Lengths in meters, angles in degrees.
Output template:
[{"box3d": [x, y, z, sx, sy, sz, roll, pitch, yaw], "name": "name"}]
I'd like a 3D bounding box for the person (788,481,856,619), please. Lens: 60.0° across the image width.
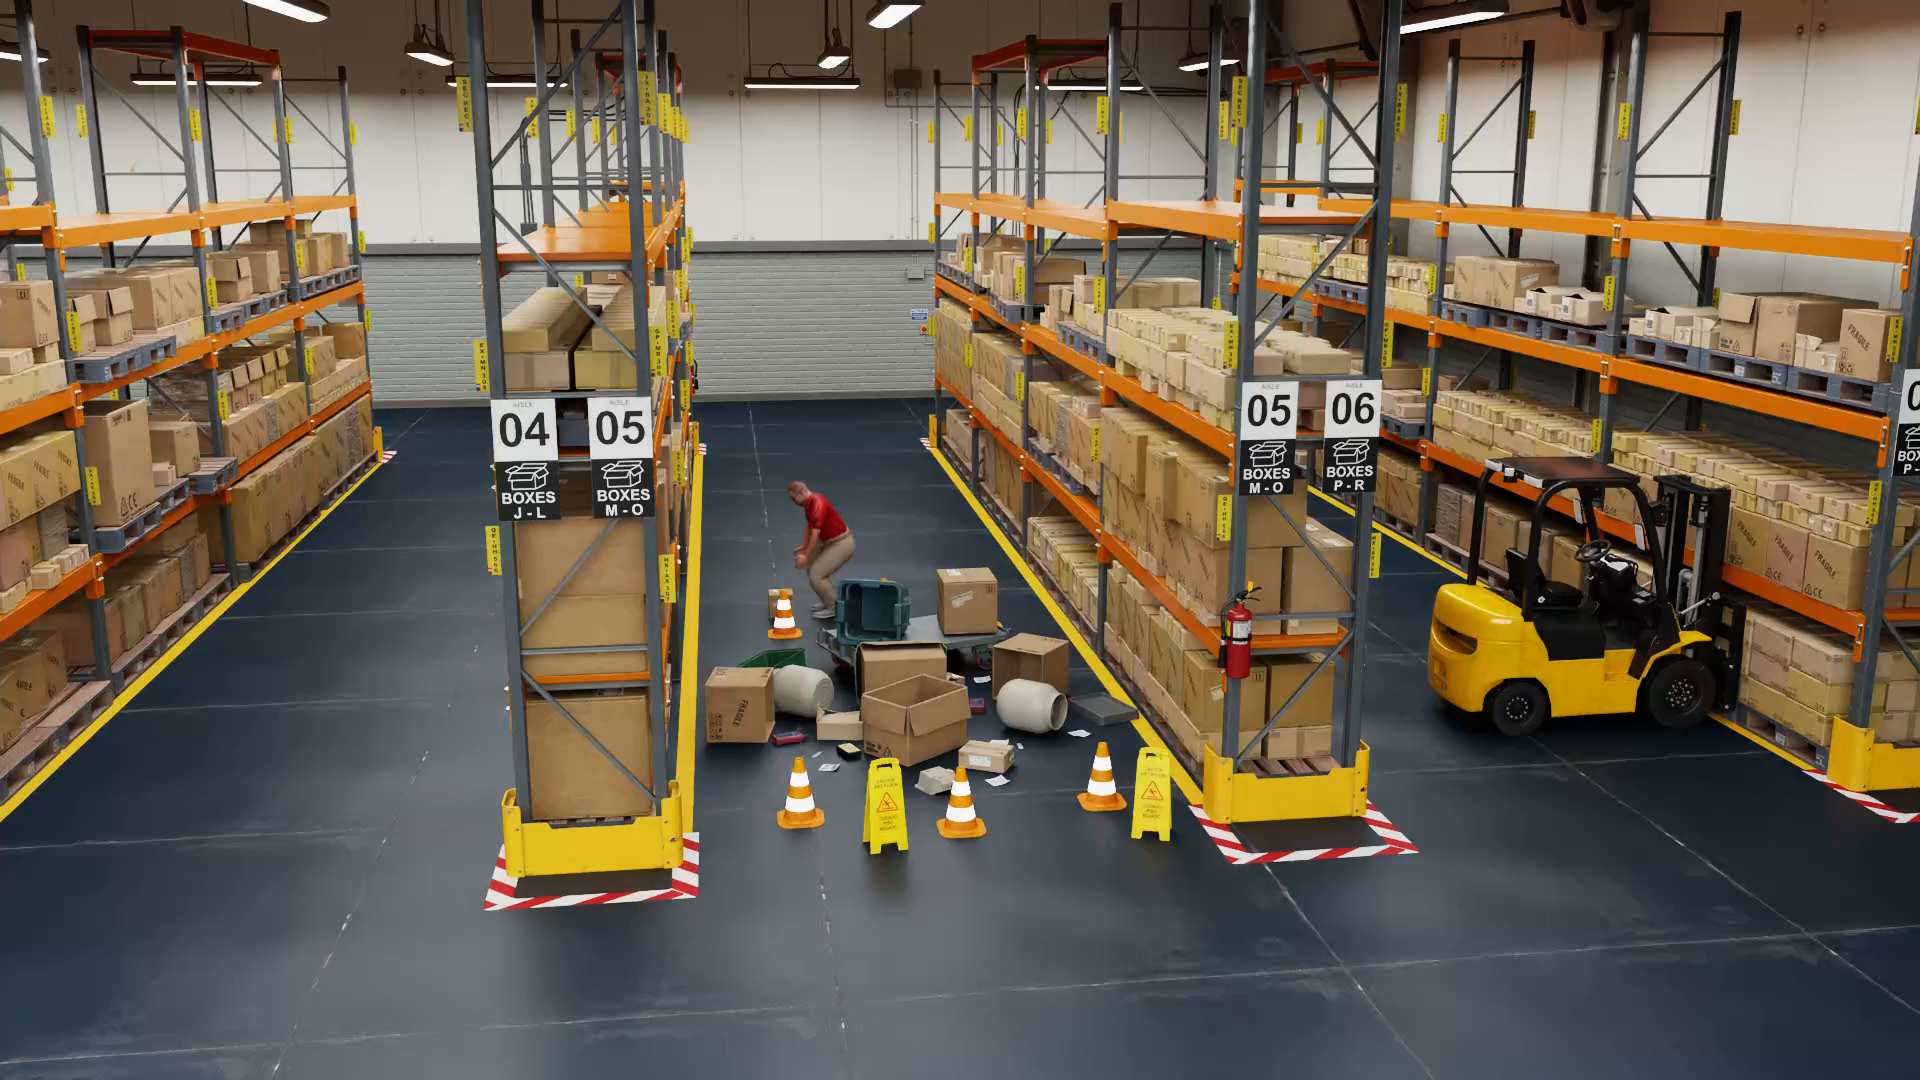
[{"box3d": [-1.475, 0.091, 17.310, 0.598, 1.431, 0.589, -2, 13, -8], "name": "person"}]
